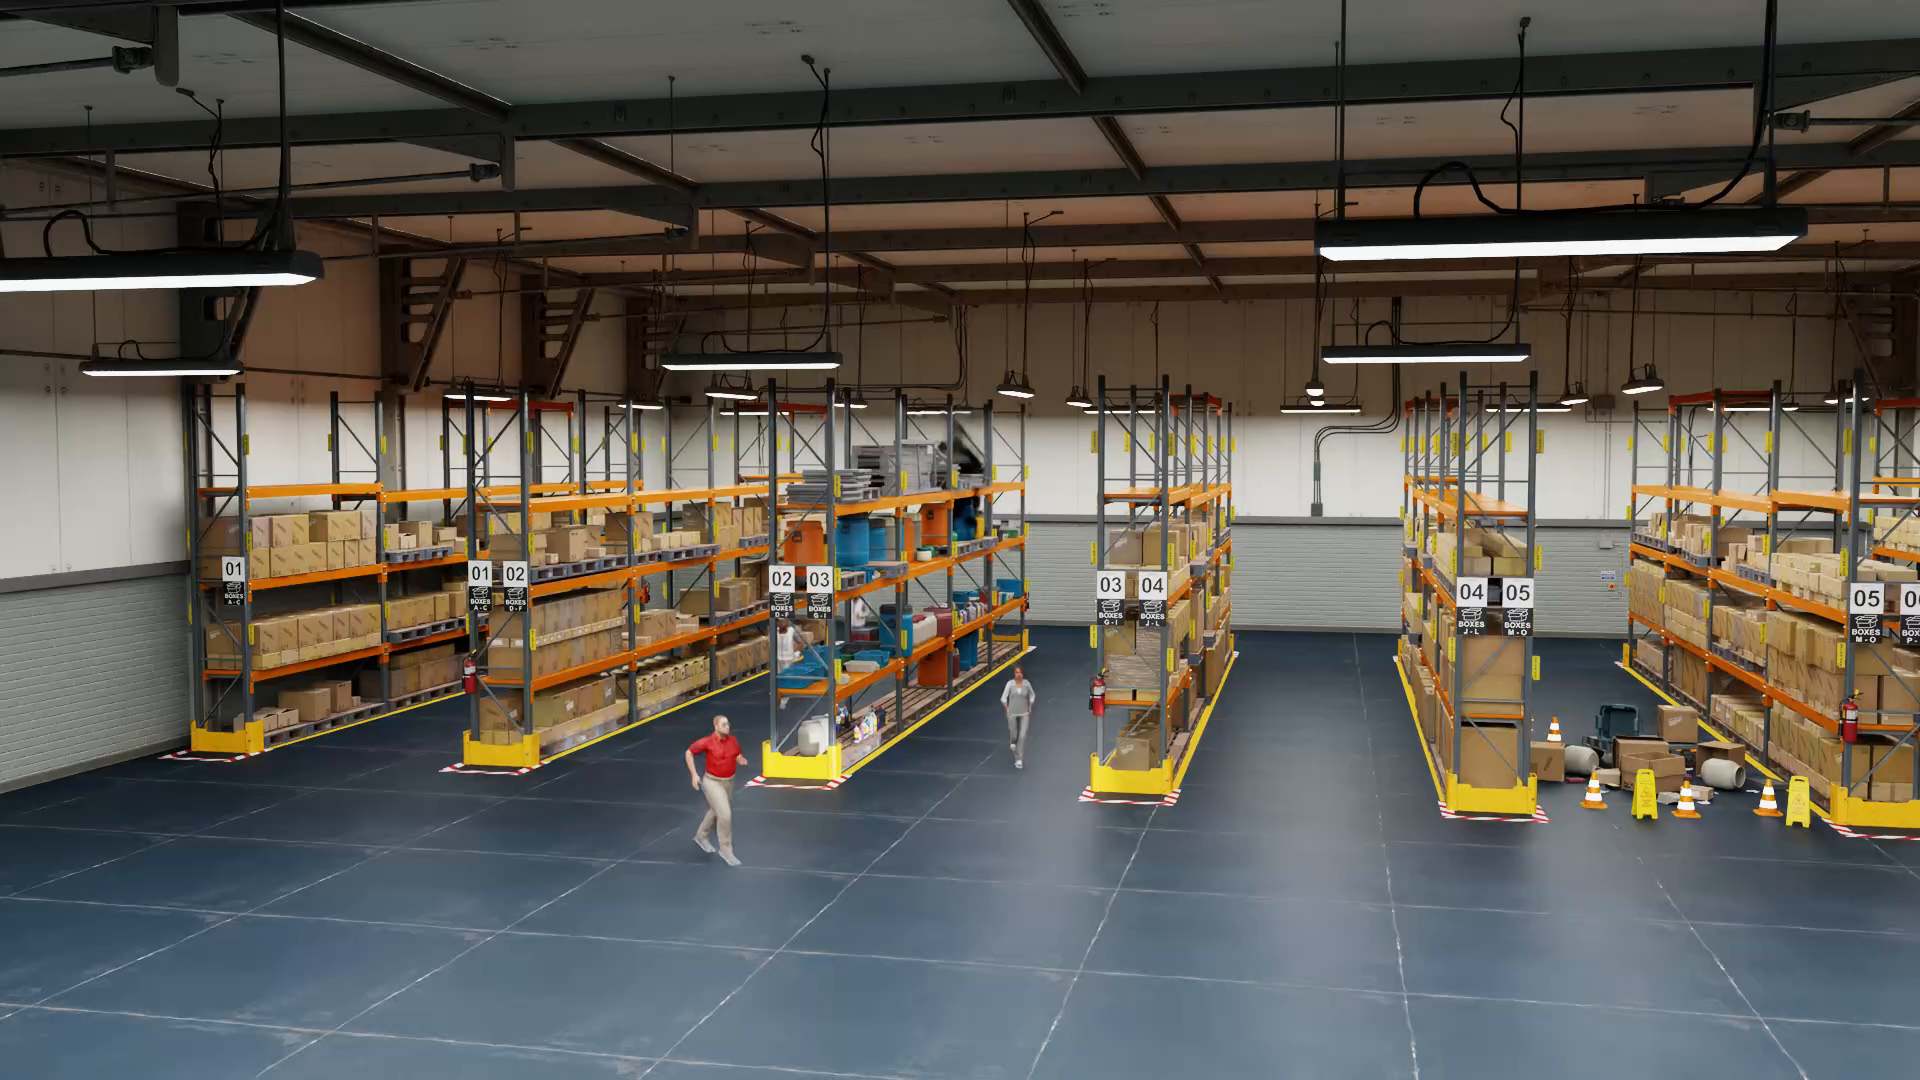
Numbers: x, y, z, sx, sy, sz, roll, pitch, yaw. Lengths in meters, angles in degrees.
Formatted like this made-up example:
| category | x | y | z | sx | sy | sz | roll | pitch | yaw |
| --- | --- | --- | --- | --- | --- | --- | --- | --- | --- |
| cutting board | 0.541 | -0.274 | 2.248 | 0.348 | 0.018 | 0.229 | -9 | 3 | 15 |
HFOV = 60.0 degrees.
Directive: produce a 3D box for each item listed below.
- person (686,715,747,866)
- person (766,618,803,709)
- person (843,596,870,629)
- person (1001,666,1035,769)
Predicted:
| category | x | y | z | sx | sy | sz | roll | pitch | yaw |
| --- | --- | --- | --- | --- | --- | --- | --- | --- | --- |
| person | -2.913 | 2.992 | 20.023 | 0.892 | 1.790 | 0.634 | 2 | 4 | 34 |
| person | -3.366 | 2.307 | 31.820 | 0.708 | 1.773 | 0.758 | 0 | 3 | 3 |
| person | -2.388 | 1.948 | 38.103 | 0.660 | 1.744 | 0.782 | 0 | 3 | 8 |
| person | 0.915 | 2.742 | 25.989 | 0.542 | 1.573 | 0.694 | 0 | 3 | -2 |
